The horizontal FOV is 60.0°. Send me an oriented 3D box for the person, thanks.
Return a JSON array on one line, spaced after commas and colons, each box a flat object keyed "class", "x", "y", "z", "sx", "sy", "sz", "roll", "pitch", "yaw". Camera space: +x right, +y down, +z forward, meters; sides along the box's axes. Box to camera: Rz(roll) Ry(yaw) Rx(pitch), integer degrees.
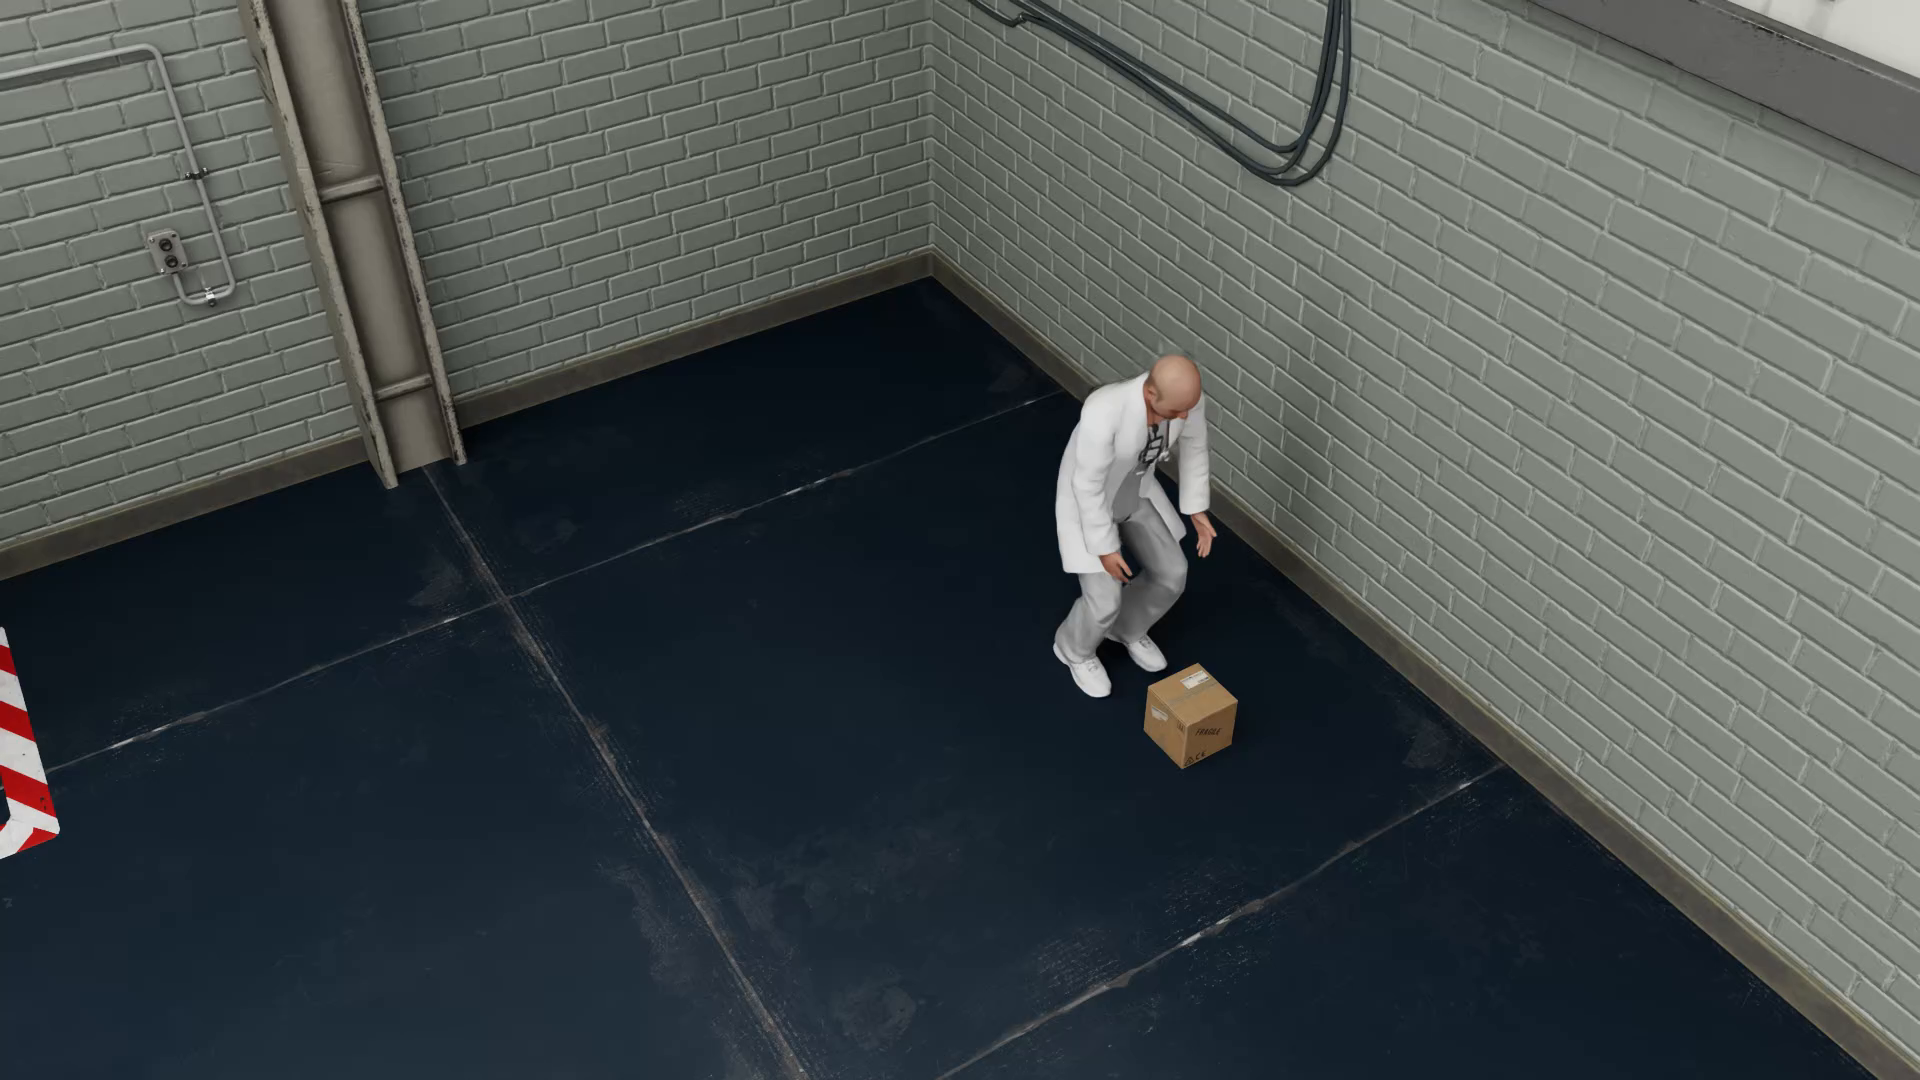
[{"class": "person", "x": 0.659, "y": -0.111, "z": 6.443, "sx": 0.621, "sy": 1.601, "sz": 0.564, "roll": -22, "pitch": 45, "yaw": -24}]
